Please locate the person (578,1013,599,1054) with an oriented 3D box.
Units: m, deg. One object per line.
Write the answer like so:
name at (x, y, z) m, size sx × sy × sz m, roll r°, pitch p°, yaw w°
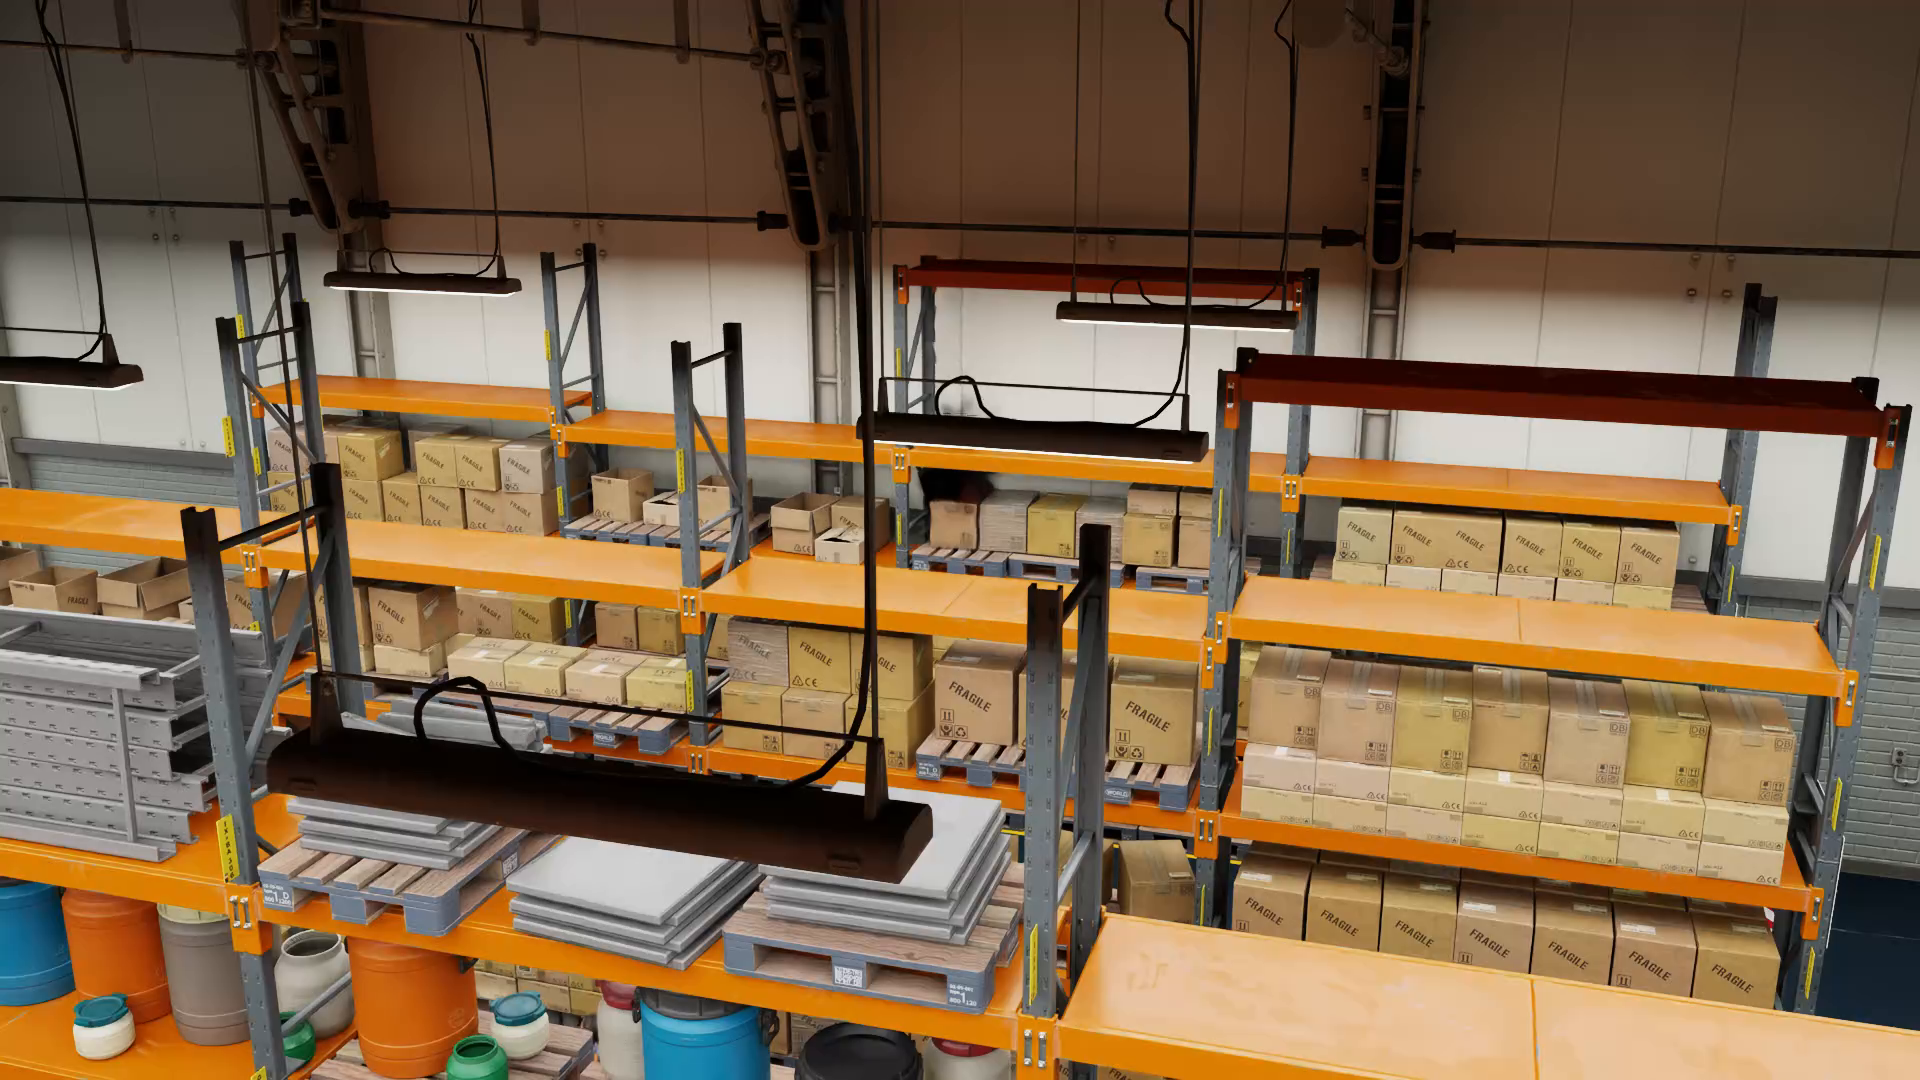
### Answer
person at (-2.429, 4.071, 11.713) m, size 0.963 × 1.650 × 0.628 m, roll 3°, pitch 16°, yaw 10°
